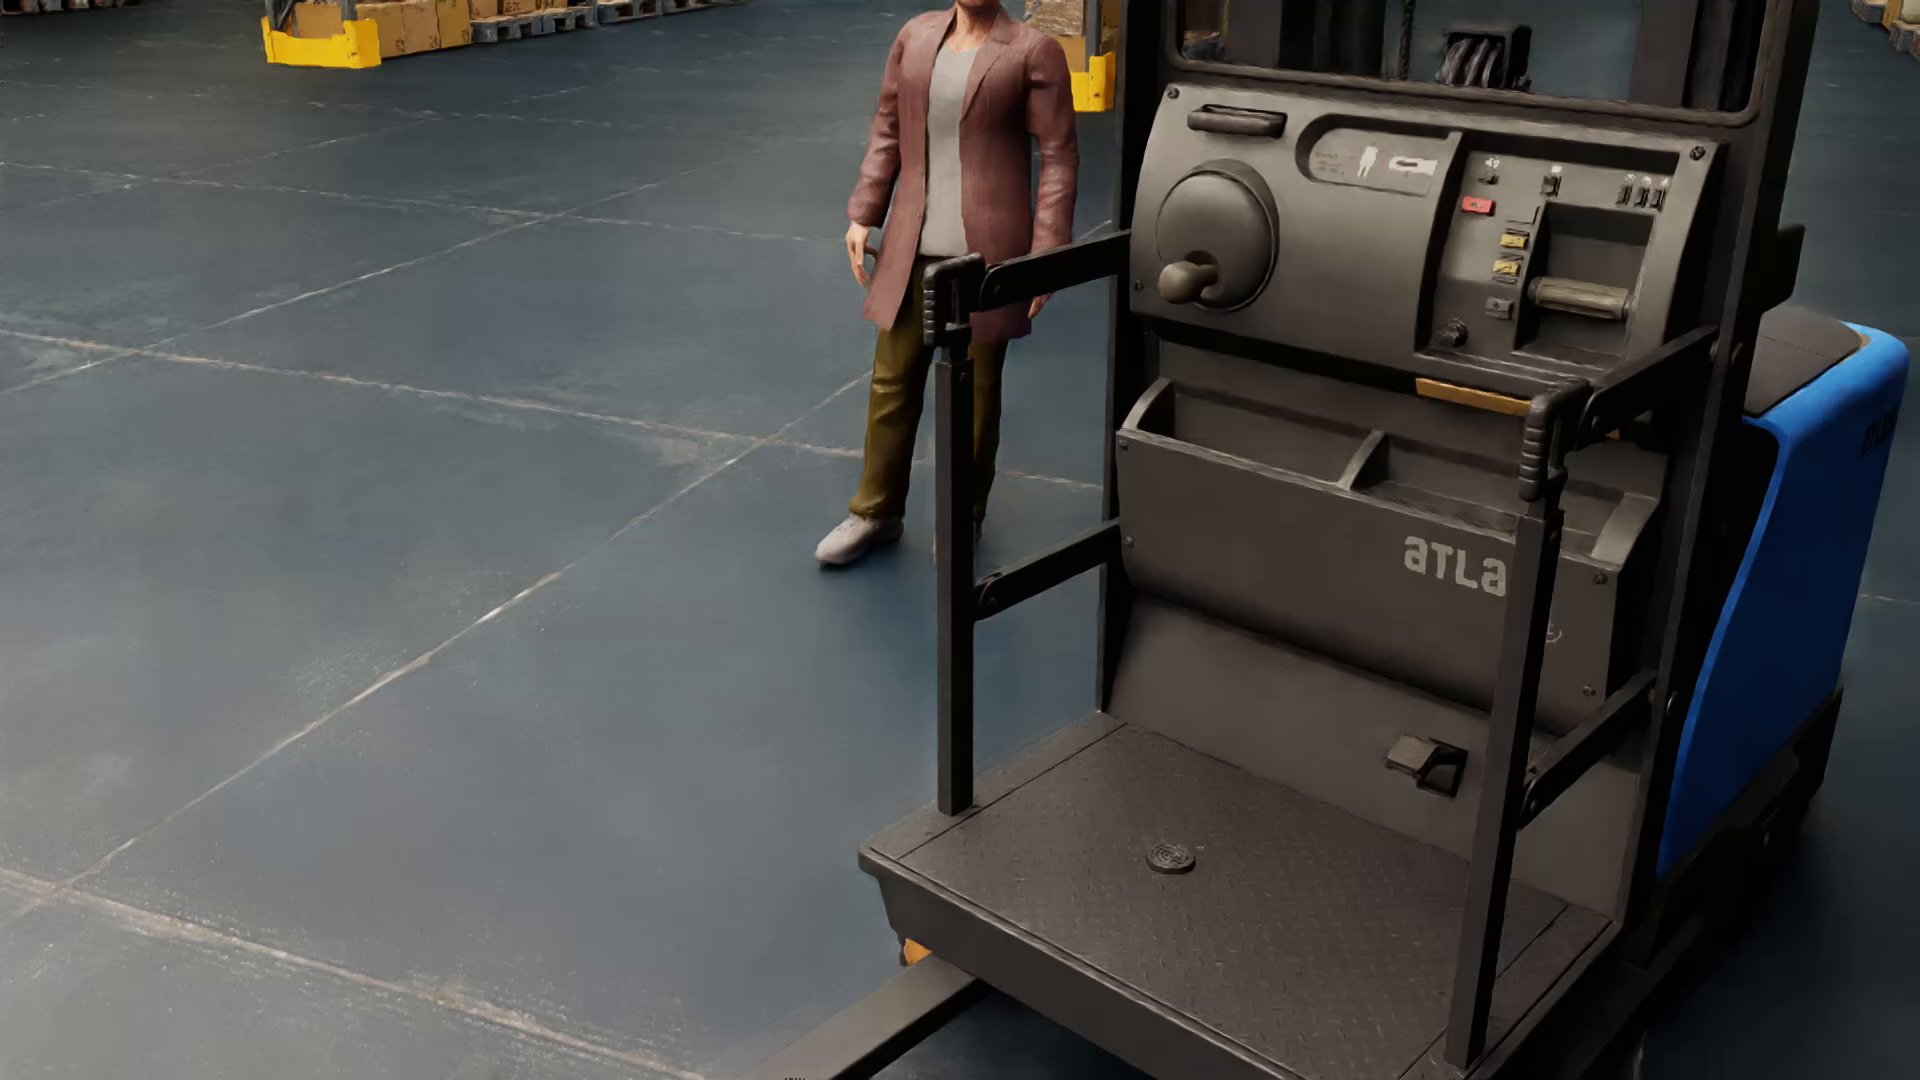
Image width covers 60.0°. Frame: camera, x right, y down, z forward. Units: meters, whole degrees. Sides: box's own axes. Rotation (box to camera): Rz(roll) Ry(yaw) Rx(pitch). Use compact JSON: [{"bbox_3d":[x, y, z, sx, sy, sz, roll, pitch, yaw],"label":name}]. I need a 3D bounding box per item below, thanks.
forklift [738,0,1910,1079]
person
[{"bbox_3d":[0.534,-0.483,2.448,1.130,2.935,3.031,19,29,38],"label":"forklift"},{"bbox_3d":[-0.039,-0.795,4.671,0.694,1.776,0.580,9,24,21],"label":"person"}]
